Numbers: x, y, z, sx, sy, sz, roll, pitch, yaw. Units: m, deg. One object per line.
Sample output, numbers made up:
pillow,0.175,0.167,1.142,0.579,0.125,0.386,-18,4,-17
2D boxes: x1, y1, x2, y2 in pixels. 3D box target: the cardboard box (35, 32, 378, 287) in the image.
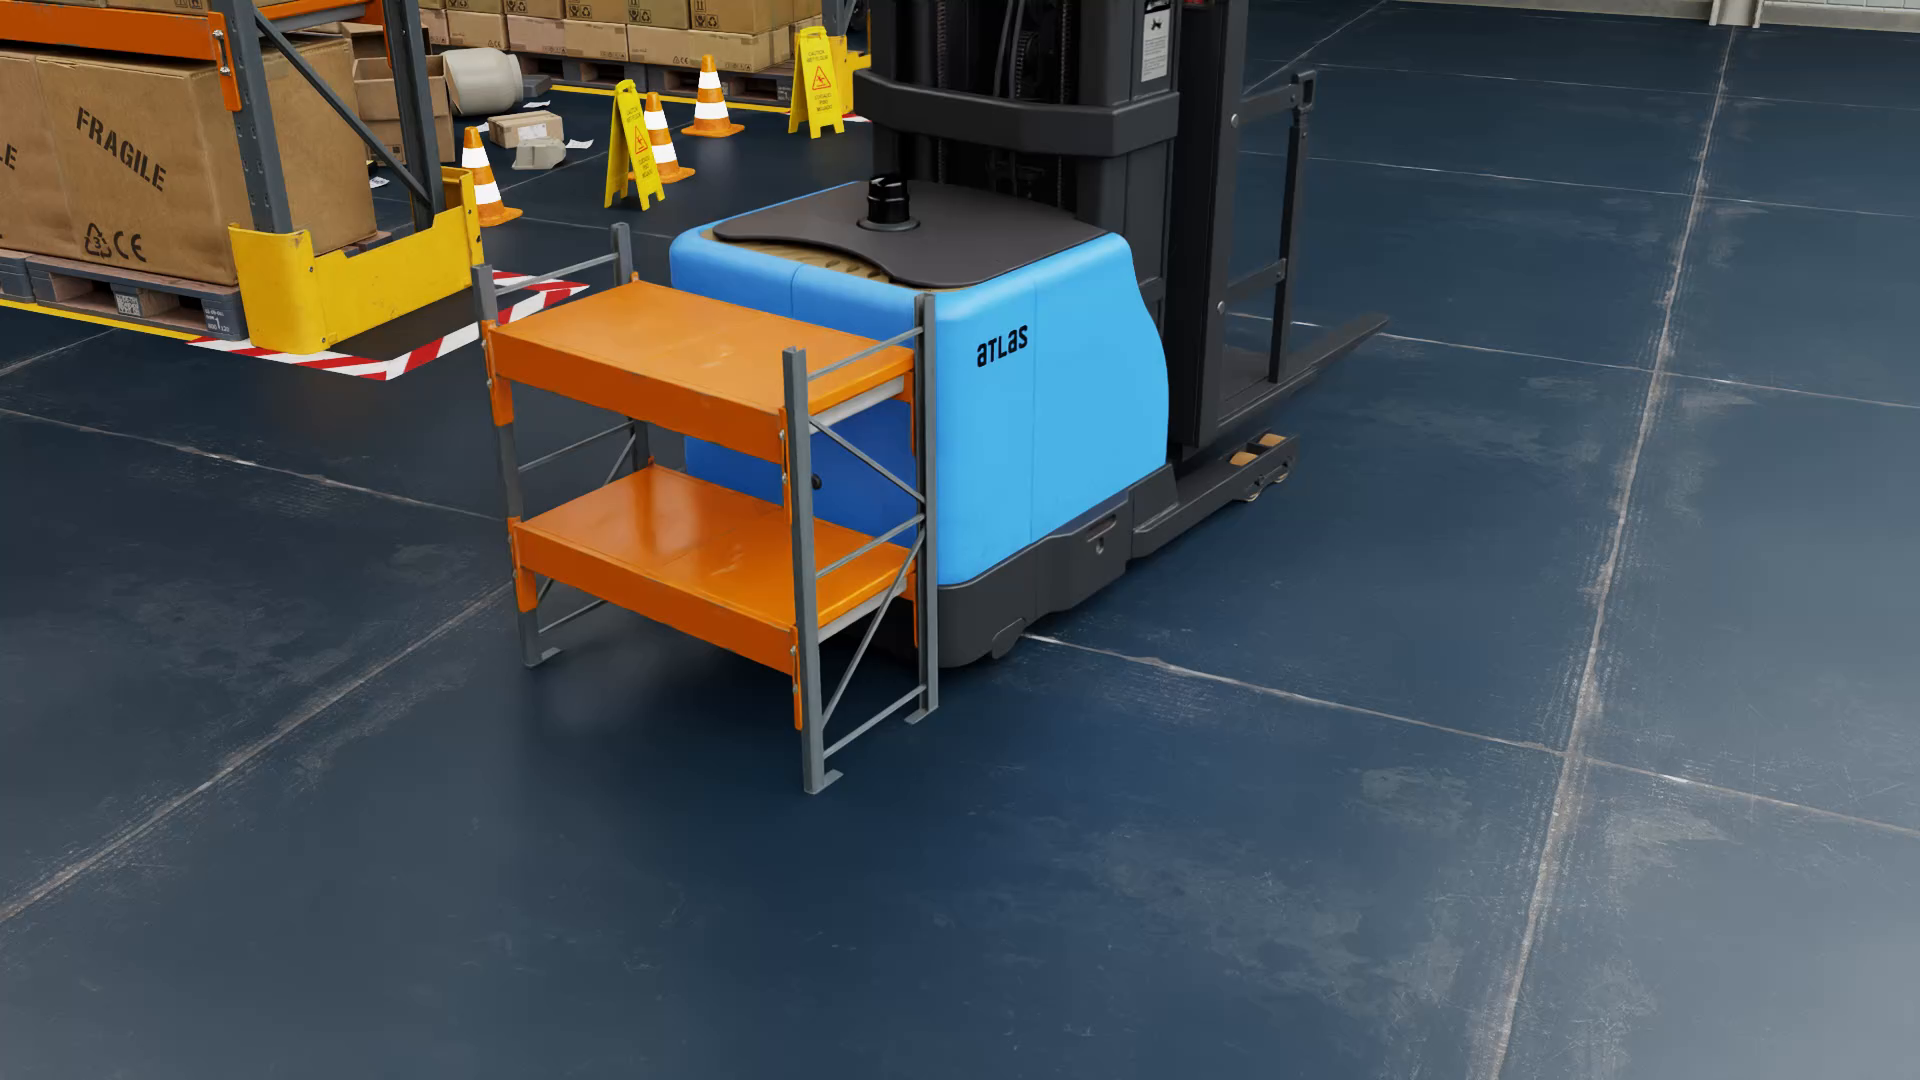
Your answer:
cardboard box,-3.235,-1.694,7.224,0.875,0.875,0.875,12,28,22

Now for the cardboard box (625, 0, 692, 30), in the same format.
cardboard box,-1.947,-3.797,11.355,0.500,0.500,0.500,12,29,24

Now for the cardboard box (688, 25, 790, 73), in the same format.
cardboard box,-1.502,-3.369,11.334,0.500,0.250,0.500,11,28,22

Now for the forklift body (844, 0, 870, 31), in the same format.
forklift body,-1.063,-5.599,14.187,1.214,2.155,2.313,11,28,22

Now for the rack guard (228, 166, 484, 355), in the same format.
rack guard,-2.568,-1.235,7.193,0.348,0.500,1.175,11,28,22

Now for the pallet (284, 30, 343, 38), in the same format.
pallet,-4.983,-3.992,13.119,1.213,0.211,1.003,11,28,22

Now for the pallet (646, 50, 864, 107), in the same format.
pallet,-1.427,-3.296,11.705,1.213,0.211,1.003,11,28,22

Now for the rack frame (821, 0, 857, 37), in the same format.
rack frame,-0.633,-4.370,10.730,0.127,3.000,1.000,11,28,22

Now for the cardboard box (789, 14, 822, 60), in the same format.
cardboard box,-1.253,-3.584,11.770,0.500,0.250,0.500,11,28,21

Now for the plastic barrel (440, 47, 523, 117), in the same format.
plastic barrel,-3.140,-2.983,10.830,0.512,0.421,0.421,-12,29,-23

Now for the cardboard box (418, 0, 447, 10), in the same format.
cardboard box,-3.849,-4.176,12.125,0.500,0.500,0.500,13,29,24

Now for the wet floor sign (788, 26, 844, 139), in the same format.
wet floor sign,-0.903,-2.849,10.306,0.232,0.644,0.267,23,35,39

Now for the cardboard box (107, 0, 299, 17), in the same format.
cardboard box,-2.946,-2.478,6.718,0.550,0.550,0.875,11,28,22

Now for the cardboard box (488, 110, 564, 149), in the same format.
cardboard box,-2.662,-2.518,10.197,0.380,0.149,0.250,-18,31,-31

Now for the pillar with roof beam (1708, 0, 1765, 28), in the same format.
pillar with roof beam,4.837,-6.720,8.711,0.400,9.000,9.100,11,28,22

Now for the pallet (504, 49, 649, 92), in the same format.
pallet,-2.534,-3.519,12.159,1.213,0.211,1.003,11,28,22

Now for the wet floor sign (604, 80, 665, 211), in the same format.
wet floor sign,-1.744,-2.096,8.776,0.232,0.644,0.267,6,27,13

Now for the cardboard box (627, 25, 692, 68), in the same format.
cardboard box,-1.948,-3.462,11.524,0.500,0.250,0.500,11,28,22

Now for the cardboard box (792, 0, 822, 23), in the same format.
cardboard box,-1.275,-3.924,11.613,0.500,0.500,0.500,10,28,20

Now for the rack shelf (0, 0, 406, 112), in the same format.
rack shelf,-4.410,-2.404,7.552,4.000,0.370,1.077,11,28,22

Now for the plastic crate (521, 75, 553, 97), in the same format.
plastic crate,-3.184,-3.175,11.608,0.583,0.080,0.402,2,26,4

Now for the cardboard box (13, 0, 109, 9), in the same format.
cardboard box,-3.456,-2.570,6.904,0.550,0.550,0.875,11,28,22

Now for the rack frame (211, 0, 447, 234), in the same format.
rack frame,-2.590,-2.361,6.650,0.127,3.000,1.000,11,28,22

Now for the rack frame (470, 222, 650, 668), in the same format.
rack frame,-1.036,-0.247,4.479,0.032,1.125,0.500,18,31,32

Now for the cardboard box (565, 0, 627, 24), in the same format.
cardboard box,-2.403,-3.892,11.548,0.500,0.500,0.500,11,28,21

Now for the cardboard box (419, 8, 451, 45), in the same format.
cardboard box,-3.849,-3.840,12.291,0.500,0.250,0.500,10,28,19

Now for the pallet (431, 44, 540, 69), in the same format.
pallet,-3.648,-3.742,12.611,1.213,0.211,1.003,11,28,22

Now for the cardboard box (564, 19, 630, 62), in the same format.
cardboard box,-2.427,-3.556,11.714,0.500,0.250,0.500,10,28,20

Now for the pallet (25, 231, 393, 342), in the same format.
pallet,-3.350,-1.225,7.499,1.213,0.211,1.003,11,28,22

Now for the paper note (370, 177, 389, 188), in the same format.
paper note,-3.277,-1.990,9.260,0.142,0.017,0.144,23,35,39

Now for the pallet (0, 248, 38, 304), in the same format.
pallet,-4.457,-1.449,7.953,1.213,0.211,1.003,11,28,22

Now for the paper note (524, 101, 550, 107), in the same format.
paper note,-2.842,-2.931,11.169,0.148,0.019,0.142,2,26,4

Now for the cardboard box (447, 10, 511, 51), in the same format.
cardboard box,-3.358,-3.747,12.102,0.500,0.250,0.500,13,29,25

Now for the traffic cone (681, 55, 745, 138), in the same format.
traffic cone,-1.558,-2.792,10.397,0.334,0.463,0.336,11,28,22

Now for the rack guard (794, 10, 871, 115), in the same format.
rack guard,-0.702,-3.262,11.310,0.348,0.500,1.175,11,28,22

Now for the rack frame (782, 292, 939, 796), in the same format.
rack frame,-0.217,0.019,3.939,0.032,1.125,0.500,18,31,32

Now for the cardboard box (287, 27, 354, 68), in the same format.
cardboard box,-4.134,-2.782,10.177,0.503,0.637,0.797,11,28,22

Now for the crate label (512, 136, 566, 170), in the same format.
crate label,-2.450,-2.256,9.677,0.298,0.136,0.250,-2,26,-5

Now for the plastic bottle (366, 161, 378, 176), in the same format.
plastic bottle,-3.489,-2.127,9.500,0.283,0.061,0.133,2,26,4

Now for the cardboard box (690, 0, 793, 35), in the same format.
cardboard box,-1.470,-3.703,11.164,0.500,0.500,0.500,12,28,22

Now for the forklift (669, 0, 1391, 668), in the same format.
forklift,0.497,-1.561,5.103,1.130,2.935,3.031,19,32,34

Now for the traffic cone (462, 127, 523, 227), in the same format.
traffic cone,-2.486,-1.891,8.567,0.334,0.463,0.336,11,28,22

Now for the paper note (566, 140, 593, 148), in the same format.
paper note,-2.317,-2.410,10.111,0.142,0.019,0.148,2,26,4

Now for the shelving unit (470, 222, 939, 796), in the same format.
shelving unit,-0.627,-0.114,4.209,1.048,1.125,0.538,18,31,32

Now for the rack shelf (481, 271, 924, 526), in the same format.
rack shelf,-0.627,-0.377,4.079,1.000,0.278,0.538,18,31,32

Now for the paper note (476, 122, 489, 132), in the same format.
paper note,-3.028,-2.621,10.552,0.142,0.019,0.148,23,35,39

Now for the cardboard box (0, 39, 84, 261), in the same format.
cardboard box,-4.036,-1.854,7.549,0.875,0.875,0.875,11,28,21

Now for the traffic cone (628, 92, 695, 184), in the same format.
traffic cone,-1.708,-2.283,9.364,0.334,0.463,0.336,11,28,22

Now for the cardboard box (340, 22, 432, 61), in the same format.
cardboard box,-3.862,-3.238,11.258,0.500,0.500,0.500,-12,29,-23

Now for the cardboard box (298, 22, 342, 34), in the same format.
cardboard box,-4.753,-4.206,12.896,0.625,0.372,0.950,12,29,22

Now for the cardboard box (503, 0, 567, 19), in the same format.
cardboard box,-2.885,-3.988,11.742,0.500,0.500,0.500,13,29,24

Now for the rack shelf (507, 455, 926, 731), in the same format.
rack shelf,-0.627,0.105,4.317,1.000,0.278,0.538,18,31,32

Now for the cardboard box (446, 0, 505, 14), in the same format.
cardboard box,-3.357,-4.083,11.936,0.500,0.500,0.500,13,29,24

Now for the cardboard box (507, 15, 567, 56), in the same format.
cardboard box,-2.874,-3.651,11.907,0.500,0.250,0.500,11,28,21

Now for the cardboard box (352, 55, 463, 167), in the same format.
cardboard box,-3.280,-2.553,9.866,0.637,0.503,0.797,-7,27,-14
